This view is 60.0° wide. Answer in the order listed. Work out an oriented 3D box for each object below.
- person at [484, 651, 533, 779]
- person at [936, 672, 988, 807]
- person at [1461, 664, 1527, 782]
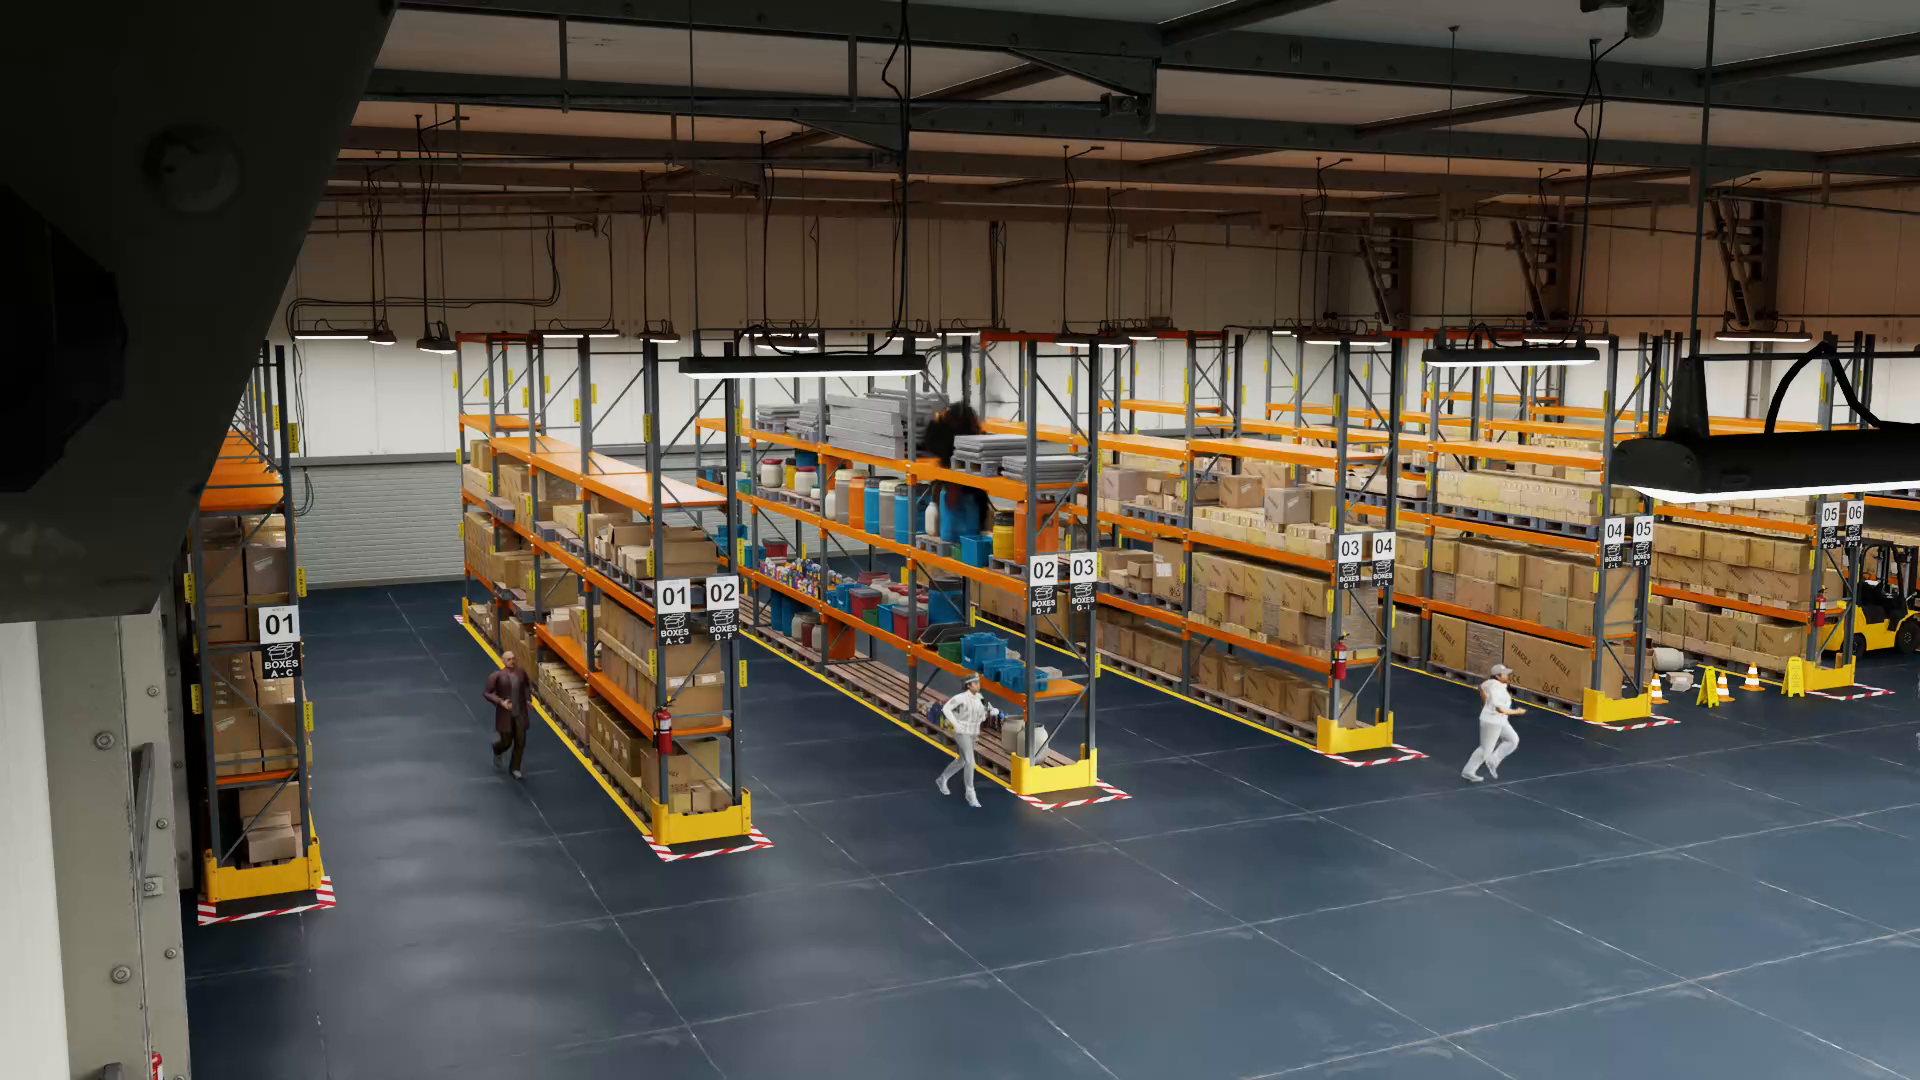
[{"bbox_3d":[-6.211,2.385,22.931,0.709,1.737,0.757,-6,10,-38],"label":"person"},{"bbox_3d":[0.091,2.580,21.879,0.788,1.736,0.608,6,10,38],"label":"person"},{"bbox_3d":[7.265,2.471,22.588,0.808,1.621,0.619,3,8,21],"label":"person"}]
